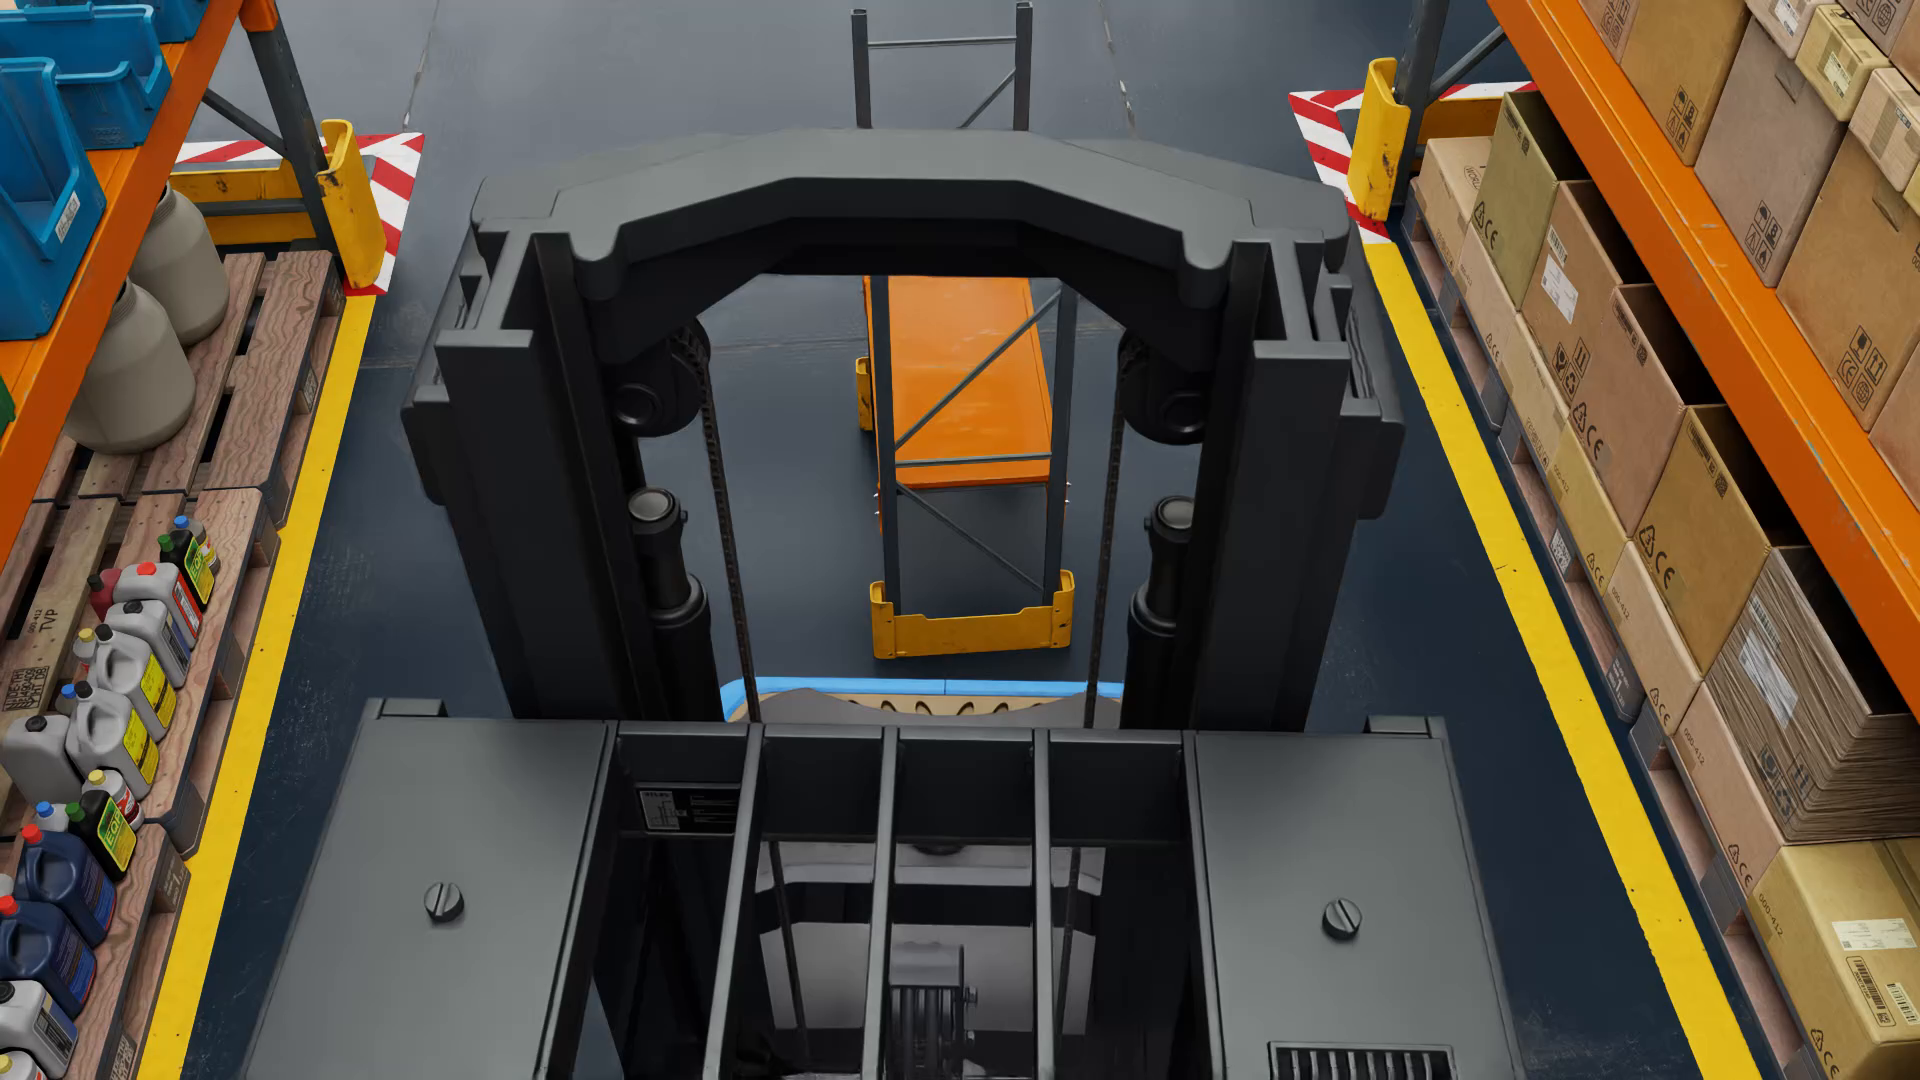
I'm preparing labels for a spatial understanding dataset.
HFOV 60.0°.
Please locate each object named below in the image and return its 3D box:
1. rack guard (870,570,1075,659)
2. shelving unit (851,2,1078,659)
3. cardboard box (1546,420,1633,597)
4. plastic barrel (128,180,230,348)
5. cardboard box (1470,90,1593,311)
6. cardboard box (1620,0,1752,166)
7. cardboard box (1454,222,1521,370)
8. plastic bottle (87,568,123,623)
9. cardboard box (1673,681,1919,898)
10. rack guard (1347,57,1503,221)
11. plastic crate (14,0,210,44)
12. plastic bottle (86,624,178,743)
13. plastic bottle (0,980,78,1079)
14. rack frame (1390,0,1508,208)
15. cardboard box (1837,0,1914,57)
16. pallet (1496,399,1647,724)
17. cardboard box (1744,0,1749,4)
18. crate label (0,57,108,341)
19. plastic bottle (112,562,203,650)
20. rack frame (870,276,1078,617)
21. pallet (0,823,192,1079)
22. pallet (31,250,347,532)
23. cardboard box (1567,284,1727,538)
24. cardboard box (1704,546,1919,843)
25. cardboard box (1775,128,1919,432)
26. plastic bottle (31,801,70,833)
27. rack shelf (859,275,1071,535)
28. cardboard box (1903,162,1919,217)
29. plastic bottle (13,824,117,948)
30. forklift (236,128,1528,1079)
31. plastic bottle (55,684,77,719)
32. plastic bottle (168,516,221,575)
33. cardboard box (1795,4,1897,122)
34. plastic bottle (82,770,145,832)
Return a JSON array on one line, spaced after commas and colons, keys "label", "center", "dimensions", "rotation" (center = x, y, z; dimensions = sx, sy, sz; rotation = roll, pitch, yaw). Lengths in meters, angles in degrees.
[{"label": "rack guard", "center": [0.035, 0.219, 4.870], "dimensions": [0.587, 0.250, 0.087], "rotation": [-3, 47, -3]}, {"label": "shelving unit", "center": [-0.006, -0.571, 4.758], "dimensions": [0.587, 1.500, 1.083], "rotation": [-3, 47, -3]}, {"label": "cardboard box", "center": [2.078, -0.112, 4.894], "dimensions": [0.500, 0.250, 0.500], "rotation": [-3, 47, -3]}, {"label": "plastic barrel", "center": [-2.674, -0.919, 5.478], "dimensions": [0.421, 0.512, 0.421], "rotation": [0, 47, 0]}, {"label": "cardboard box", "center": [1.998, -1.093, 5.307], "dimensions": [0.500, 0.500, 0.500], "rotation": [-3, 47, -3]}, {"label": "cardboard box", "center": [2.242, -1.356, 4.400], "dimensions": [0.700, 0.500, 0.500], "rotation": [-3, 47, -3]}, {"label": "cardboard box", "center": [1.999, -0.835, 5.580], "dimensions": [0.500, 0.250, 0.500], "rotation": [-3, 47, -3]}, {"label": "plastic bottle", "center": [-2.327, 0.175, 4.587], "dimensions": [0.061, 0.283, 0.133], "rotation": [-3, 47, -3]}, {"label": "cardboard box", "center": [2.177, 0.611, 4.210], "dimensions": [0.500, 0.250, 0.500], "rotation": [-3, 47, -3]}, {"label": "rack guard", "center": [2.129, -1.557, 6.381], "dimensions": [1.175, 0.500, 0.348], "rotation": [-3, 47, -3]}, {"label": "plastic crate", "center": [-2.466, -1.706, 4.902], "dimensions": [0.499, 0.251, 0.616], "rotation": [-3, 47, -3]}, {"label": "plastic bottle", "center": [-2.192, 0.364, 4.360], "dimensions": [0.144, 0.351, 0.185], "rotation": [-2, 47, -2]}, {"label": "plastic bottle", "center": [-2.115, 1.089, 3.726], "dimensions": [0.152, 0.276, 0.135], "rotation": [-2, 47, -2]}, {"label": "rack frame", "center": [2.131, -2.400, 5.457], "dimensions": [1.000, 3.000, 0.127], "rotation": [-3, 47, -3]}, {"label": "cardboard box", "center": [2.296, -1.396, 3.544], "dimensions": [0.700, 0.500, 0.500], "rotation": [-3, 47, -3]}, {"label": "pallet", "center": [2.335, -0.009, 5.113], "dimensions": [1.003, 0.211, 1.213], "rotation": [-3, 47, -3]}, {"label": "cardboard box", "center": [2.059, -1.428, 4.021], "dimensions": [0.380, 0.149, 0.250], "rotation": [-4, 47, -4]}, {"label": "crate label", "center": [-2.382, -0.798, 3.916], "dimensions": [0.502, 0.435, 0.616], "rotation": [-3, 47, -3]}, {"label": "plastic bottle", "center": [-2.221, 0.170, 4.596], "dimensions": [0.152, 0.276, 0.135], "rotation": [-3, 47, -3]}, {"label": "rack frame", "center": [0.035, -0.210, 4.416], "dimensions": [0.500, 1.500, 0.032], "rotation": [-3, 47, -3]}, {"label": "pallet", "center": [-2.485, 1.263, 3.908], "dimensions": [1.003, 0.211, 1.213], "rotation": [-3, 47, -3]}, {"label": "pallet", "center": [-2.690, -0.502, 5.580], "dimensions": [1.003, 0.211, 1.213], "rotation": [-3, 47, -3]}, {"label": "cardboard box", "center": [2.077, -0.369, 4.622], "dimensions": [0.500, 0.500, 0.500], "rotation": [-3, 47, -3]}, {"label": "cardboard box", "center": [2.179, 0.353, 3.938], "dimensions": [0.500, 0.500, 0.500], "rotation": [-3, 47, -3]}, {"label": "cardboard box", "center": [2.333, -0.605, 3.688], "dimensions": [0.700, 0.500, 0.500], "rotation": [-3, 47, -3]}, {"label": "plastic bottle", "center": [-2.190, 0.730, 4.069], "dimensions": [0.097, 0.271, 0.097], "rotation": [0, 47, 0]}, {"label": "rack shelf", "center": [-0.007, -0.454, 4.895], "dimensions": [0.538, 0.185, 1.000], "rotation": [-3, 47, -3]}, {"label": "cardboard box", "center": [2.146, -0.683, 3.315], "dimensions": [0.380, 0.149, 0.250], "rotation": [-4, 47, -3]}, {"label": "plastic bottle", "center": [-2.141, 0.807, 3.942], "dimensions": [0.144, 0.351, 0.185], "rotation": [-5, 47, -5]}, {"label": "forklift", "center": [-0.064, 1.095, 2.194], "dimensions": [1.130, 2.935, 3.031], "rotation": [1, 47, 1]}, {"label": "plastic bottle", "center": [-2.308, 0.455, 4.378], "dimensions": [0.097, 0.201, 0.097], "rotation": [0, 47, 0]}, {"label": "plastic bottle", "center": [-2.215, 0.012, 4.797], "dimensions": [0.097, 0.201, 0.097], "rotation": [0, 47, 0]}, {"label": "cardboard box", "center": [2.099, -1.057, 3.670], "dimensions": [0.380, 0.149, 0.250], "rotation": [-2, 47, -2]}, {"label": "plastic bottle", "center": [-2.141, 0.652, 4.191], "dimensions": [0.097, 0.201, 0.097], "rotation": [0, 47, 0]}]
